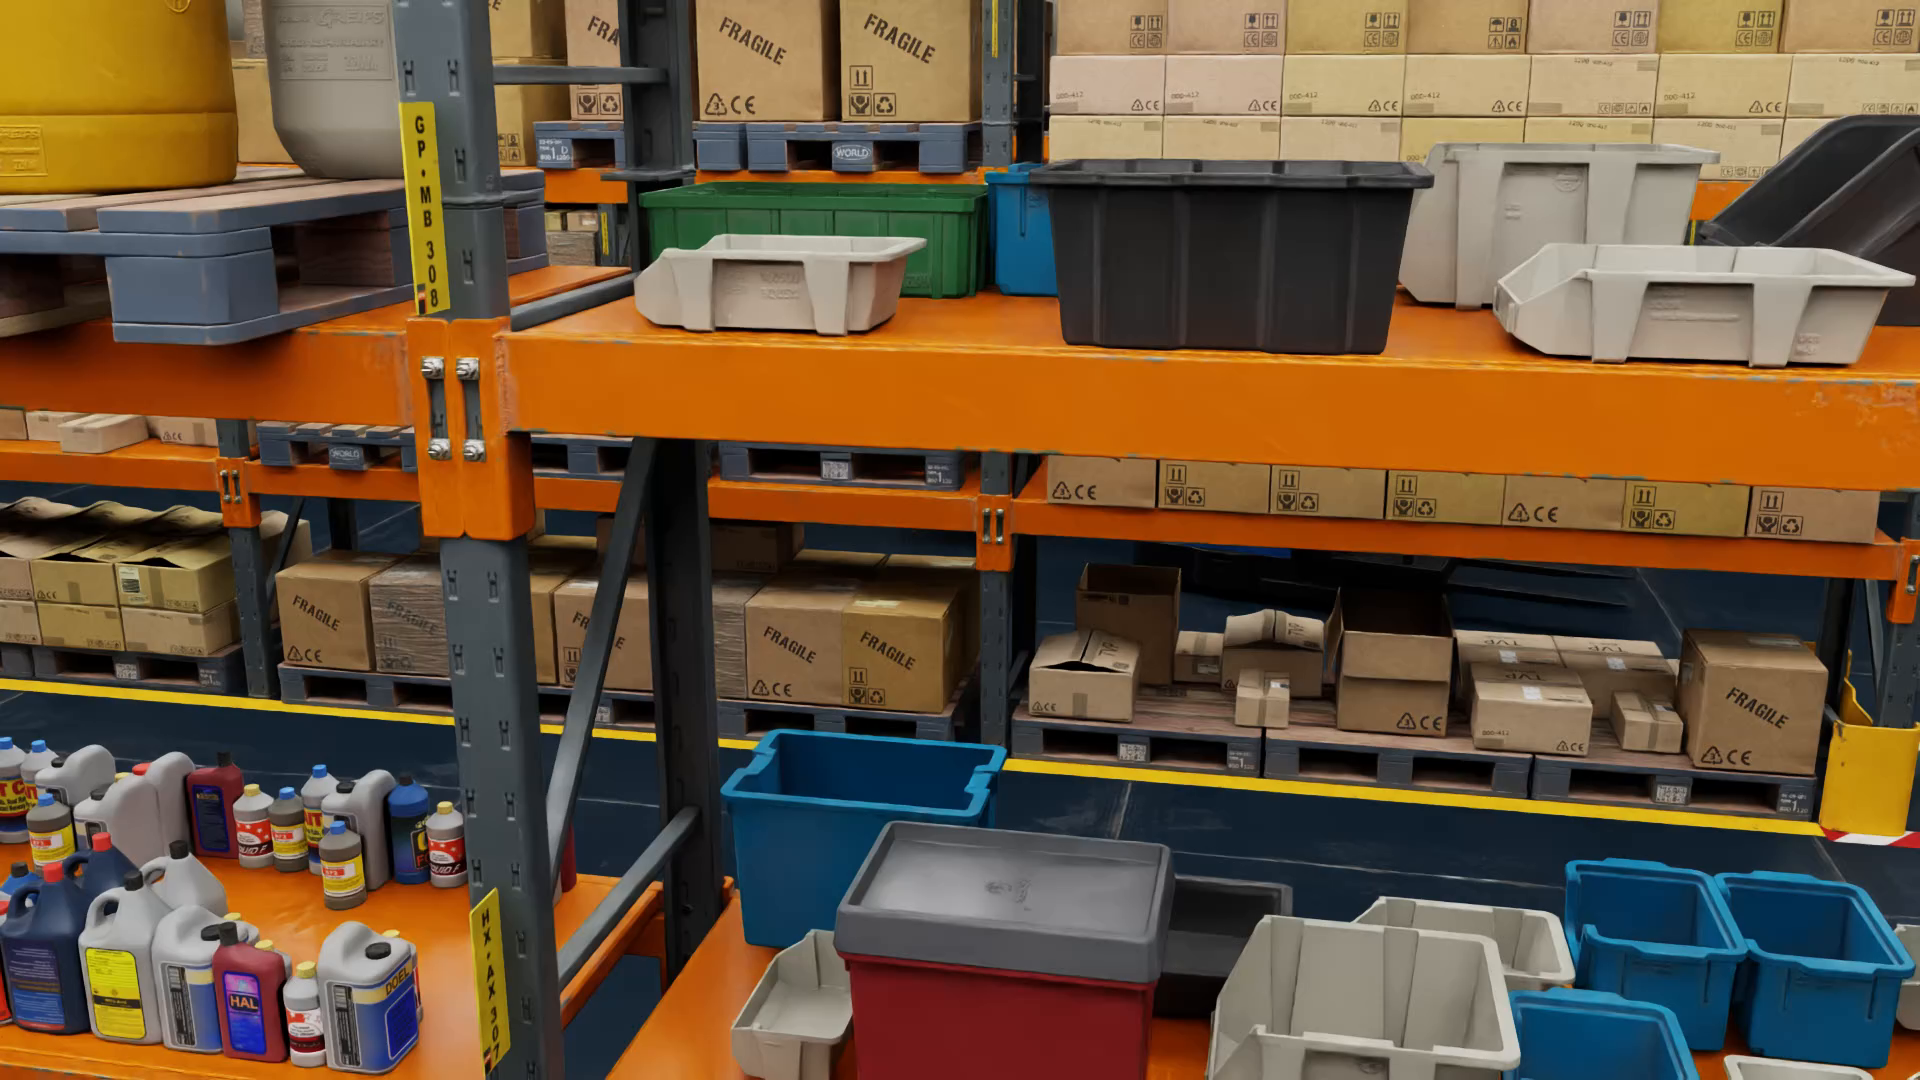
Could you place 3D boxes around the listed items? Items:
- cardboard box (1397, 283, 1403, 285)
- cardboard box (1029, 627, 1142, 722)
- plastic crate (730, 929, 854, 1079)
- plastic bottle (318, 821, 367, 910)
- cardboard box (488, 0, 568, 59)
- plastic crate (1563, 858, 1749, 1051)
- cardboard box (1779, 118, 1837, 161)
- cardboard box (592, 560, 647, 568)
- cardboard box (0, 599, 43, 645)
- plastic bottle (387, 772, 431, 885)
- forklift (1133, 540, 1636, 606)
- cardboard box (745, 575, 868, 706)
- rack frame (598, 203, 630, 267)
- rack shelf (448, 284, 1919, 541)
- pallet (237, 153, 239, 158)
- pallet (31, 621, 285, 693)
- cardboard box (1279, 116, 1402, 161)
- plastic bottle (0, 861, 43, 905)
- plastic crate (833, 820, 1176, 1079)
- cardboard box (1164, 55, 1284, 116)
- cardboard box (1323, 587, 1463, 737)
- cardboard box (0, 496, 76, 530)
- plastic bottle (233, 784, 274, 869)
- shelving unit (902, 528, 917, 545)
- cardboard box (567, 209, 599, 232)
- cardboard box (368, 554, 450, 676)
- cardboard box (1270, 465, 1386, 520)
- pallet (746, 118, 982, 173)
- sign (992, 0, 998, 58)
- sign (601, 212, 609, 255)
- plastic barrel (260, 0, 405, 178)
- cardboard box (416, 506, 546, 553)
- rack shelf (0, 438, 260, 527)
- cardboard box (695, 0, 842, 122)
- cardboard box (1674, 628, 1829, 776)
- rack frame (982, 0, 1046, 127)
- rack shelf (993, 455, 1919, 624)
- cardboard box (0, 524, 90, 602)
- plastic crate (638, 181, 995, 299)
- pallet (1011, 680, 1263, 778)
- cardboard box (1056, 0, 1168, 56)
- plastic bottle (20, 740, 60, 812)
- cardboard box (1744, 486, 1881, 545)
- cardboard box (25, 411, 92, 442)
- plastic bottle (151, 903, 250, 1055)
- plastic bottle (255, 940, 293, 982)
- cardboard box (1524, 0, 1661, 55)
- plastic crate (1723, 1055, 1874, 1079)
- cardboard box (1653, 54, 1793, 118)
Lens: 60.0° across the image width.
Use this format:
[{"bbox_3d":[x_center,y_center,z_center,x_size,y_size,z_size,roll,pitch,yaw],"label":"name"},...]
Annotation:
[{"bbox_3d":[2.180,-0.861,7.421,0.500,0.500,0.500,4,16,13],"label":"cardboard box"},{"bbox_3d":[0.627,0.651,8.235,0.500,0.311,0.500,3,16,11],"label":"cardboard box"},{"bbox_3d":[-0.304,0.944,3.346,0.243,0.136,0.396,3,16,11],"label":"plastic crate"},{"bbox_3d":[-1.475,0.770,3.967,0.097,0.201,0.097,0,15,0],"label":"plastic bottle"},{"bbox_3d":[-2.235,-2.621,8.155,0.500,0.500,0.500,3,16,11],"label":"cardboard box"},{"bbox_3d":[1.427,0.863,3.458,0.300,0.233,0.416,3,16,11],"label":"plastic crate"},{"bbox_3d":[3.623,-1.630,6.921,0.500,0.250,0.500,3,16,11],"label":"cardboard box"},{"bbox_3d":[-1.675,0.310,9.111,0.500,0.500,0.500,3,16,9],"label":"cardboard box"},{"bbox_3d":[-5.223,0.380,9.365,0.500,0.250,0.500,3,16,12],"label":"cardboard box"},{"bbox_3d":[-1.349,0.701,4.083,0.097,0.271,0.097,0,15,0],"label":"plastic bottle"},{"bbox_3d":[2.698,-1.068,10.357,3.031,2.935,1.130,7,17,25],"label":"forklift"},{"bbox_3d":[-0.765,0.501,8.422,0.500,0.500,0.500,3,16,11],"label":"cardboard box"},{"bbox_3d":[-2.678,-2.020,13.667,0.127,3.000,1.000,3,16,11],"label":"rack frame"},{"bbox_3d":[1.228,-0.209,2.854,4.000,0.370,1.077,3,16,11],"label":"rack shelf"},{"bbox_3d":[-4.344,-2.092,8.659,1.003,0.211,1.213,4,16,14],"label":"pallet"},{"bbox_3d":[-4.460,0.565,9.555,1.213,0.211,1.003,3,16,11],"label":"pallet"},{"bbox_3d":[1.665,-1.740,7.315,0.500,0.250,0.500,3,16,11],"label":"cardboard box"},{"bbox_3d":[-2.028,0.830,3.619,0.097,0.271,0.097,0,15,0],"label":"plastic bottle"},{"bbox_3d":[0.093,0.837,3.118,0.583,0.464,0.402,3,16,11],"label":"plastic crate"},{"bbox_3d":[1.176,-2.009,7.351,0.500,0.250,0.500,3,16,11],"label":"cardboard box"},{"bbox_3d":[2.101,0.578,8.139,0.637,0.503,0.797,3,16,11],"label":"cardboard box"},{"bbox_3d":[-5.635,-0.057,9.893,0.500,0.311,0.500,3,16,10],"label":"cardboard box"},{"bbox_3d":[-1.767,0.712,4.174,0.097,0.201,0.097,0,15,0],"label":"plastic bottle"},{"bbox_3d":[-0.007,-0.723,11.793,0.755,1.500,0.431,3,16,11],"label":"shelving unit"},{"bbox_3d":[-3.022,-2.604,13.546,0.250,0.149,0.380,1,16,4],"label":"cardboard box"},{"bbox_3d":[-2.758,0.394,8.811,0.500,0.500,0.500,3,16,9],"label":"cardboard box"},{"bbox_3d":[1.696,-0.408,7.658,0.500,0.500,0.500,3,16,11],"label":"cardboard box"},{"bbox_3d":[-0.366,-1.920,8.036,1.003,0.211,1.213,3,16,11],"label":"pallet"},{"bbox_3d":[0.152,-2.251,7.173,0.005,0.325,0.100,3,16,11],"label":"sign"},{"bbox_3d":[-2.776,-2.398,13.009,0.005,0.325,0.100,3,16,11],"label":"sign"},{"bbox_3d":[-1.198,-1.023,3.406,0.433,0.535,0.433,0,15,0],"label":"plastic barrel"},{"bbox_3d":[-2.642,-0.103,9.198,0.500,0.250,0.500,4,16,13],"label":"cardboard box"},{"bbox_3d":[-5.621,-0.484,9.468,4.000,0.370,1.077,3,16,11],"label":"rack shelf"},{"bbox_3d":[-0.880,-2.332,8.010,0.600,0.600,0.600,3,16,10],"label":"cardboard box"},{"bbox_3d":[3.597,0.729,7.599,0.500,0.500,0.500,3,16,11],"label":"cardboard box"},{"bbox_3d":[0.259,-3.403,7.419,0.127,3.000,1.000,3,16,11],"label":"rack frame"},{"bbox_3d":[2.219,-0.059,7.932,4.000,0.370,1.077,3,16,11],"label":"rack shelf"},{"bbox_3d":[-5.228,0.111,9.286,0.500,0.311,0.500,3,16,11],"label":"cardboard box"},{"bbox_3d":[-0.257,-0.616,3.375,0.662,0.188,0.450,3,16,11],"label":"plastic crate"},{"bbox_3d":[0.932,0.869,8.459,1.213,0.211,1.003,3,16,11],"label":"pallet"},{"bbox_3d":[0.743,-2.471,7.615,0.500,0.500,0.700,3,16,11],"label":"cardboard box"},{"bbox_3d":[-2.352,0.647,4.279,0.097,0.271,0.097,0,15,0],"label":"plastic bottle"},{"bbox_3d":[3.685,-0.300,7.267,0.500,0.500,0.500,4,16,13],"label":"cardboard box"},{"bbox_3d":[-4.922,-0.656,9.213,0.250,0.149,0.380,4,16,15],"label":"cardboard box"},{"bbox_3d":[-1.541,0.888,3.400,0.135,0.276,0.152,3,16,11],"label":"plastic bottle"},{"bbox_3d":[-1.420,0.921,3.419,0.097,0.201,0.097,0,15,0],"label":"plastic bottle"},{"bbox_3d":[2.687,-2.345,7.159,0.500,0.500,0.700,3,16,11],"label":"cardboard box"},{"bbox_3d":[1.500,1.060,2.926,0.250,0.136,0.298,3,16,11],"label":"plastic crate"},{"bbox_3d":[3.134,-1.900,6.958,0.500,0.250,0.500,3,16,11],"label":"cardboard box"}]
